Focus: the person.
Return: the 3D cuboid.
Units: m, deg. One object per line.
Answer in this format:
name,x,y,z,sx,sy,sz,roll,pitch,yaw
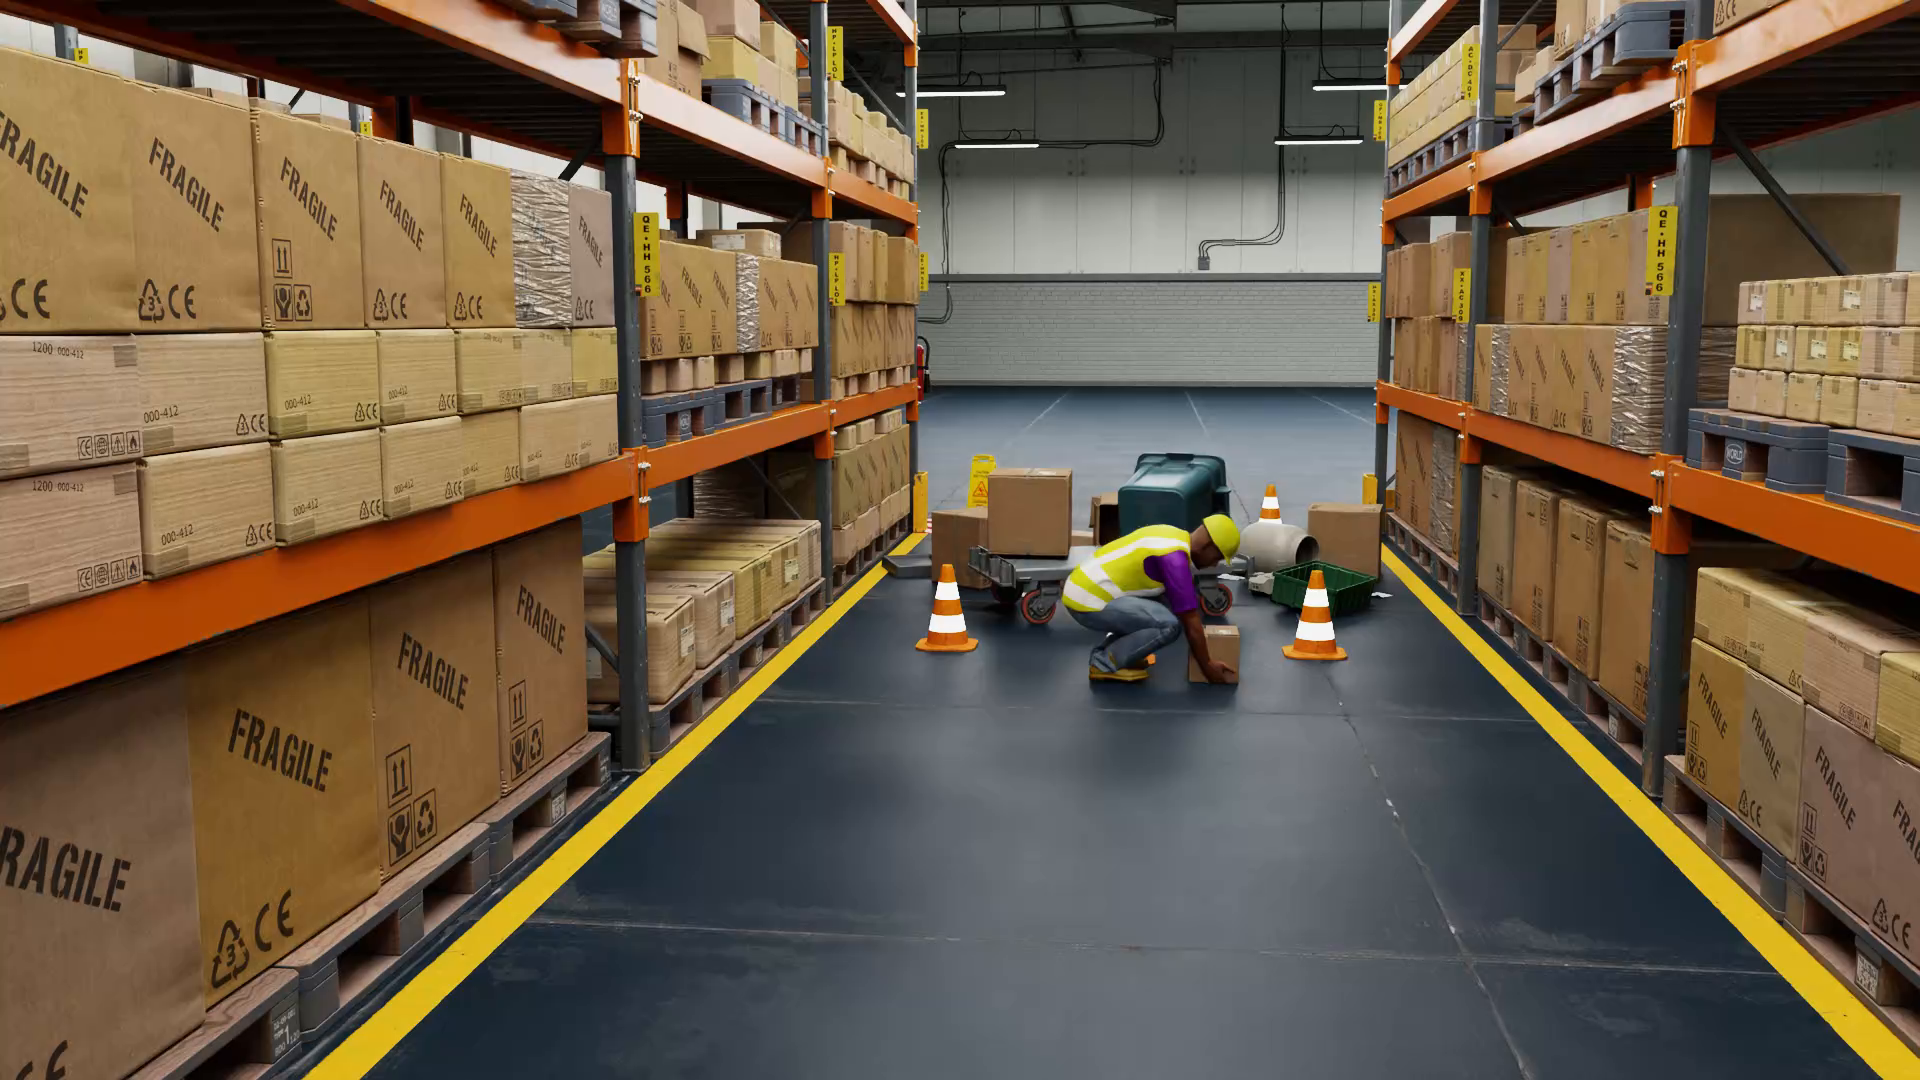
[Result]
person,0.980,0.309,8.578,0.907,0.892,0.553,1,8,6
